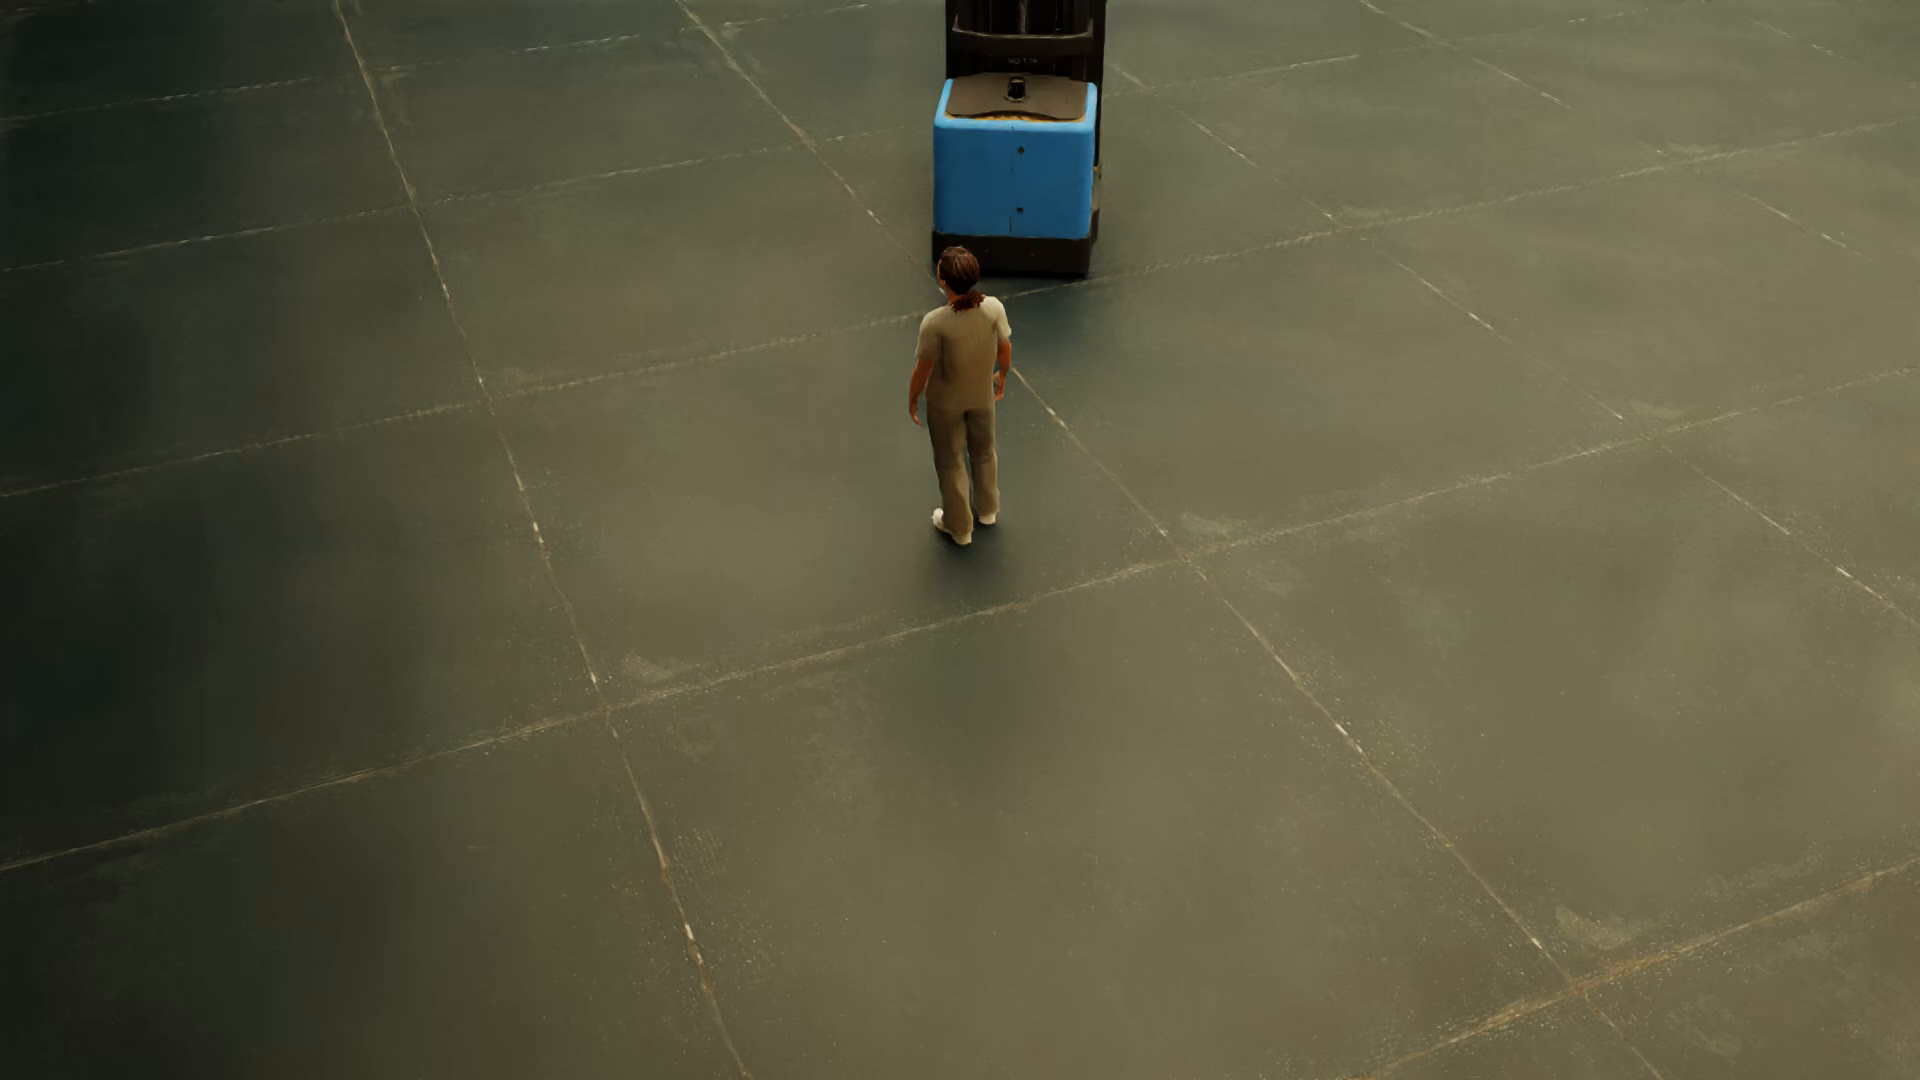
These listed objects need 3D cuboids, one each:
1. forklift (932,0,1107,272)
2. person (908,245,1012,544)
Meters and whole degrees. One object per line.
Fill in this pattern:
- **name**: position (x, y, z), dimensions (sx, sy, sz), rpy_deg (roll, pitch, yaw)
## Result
- **forklift**: position (0.473, -3.800, 11.443), dimensions (1.130, 2.935, 3.031), rpy_deg (3, 36, 4)
- **person**: position (-0.017, -0.731, 8.198), dimensions (0.550, 1.674, 0.548), rpy_deg (-14, 38, -19)
